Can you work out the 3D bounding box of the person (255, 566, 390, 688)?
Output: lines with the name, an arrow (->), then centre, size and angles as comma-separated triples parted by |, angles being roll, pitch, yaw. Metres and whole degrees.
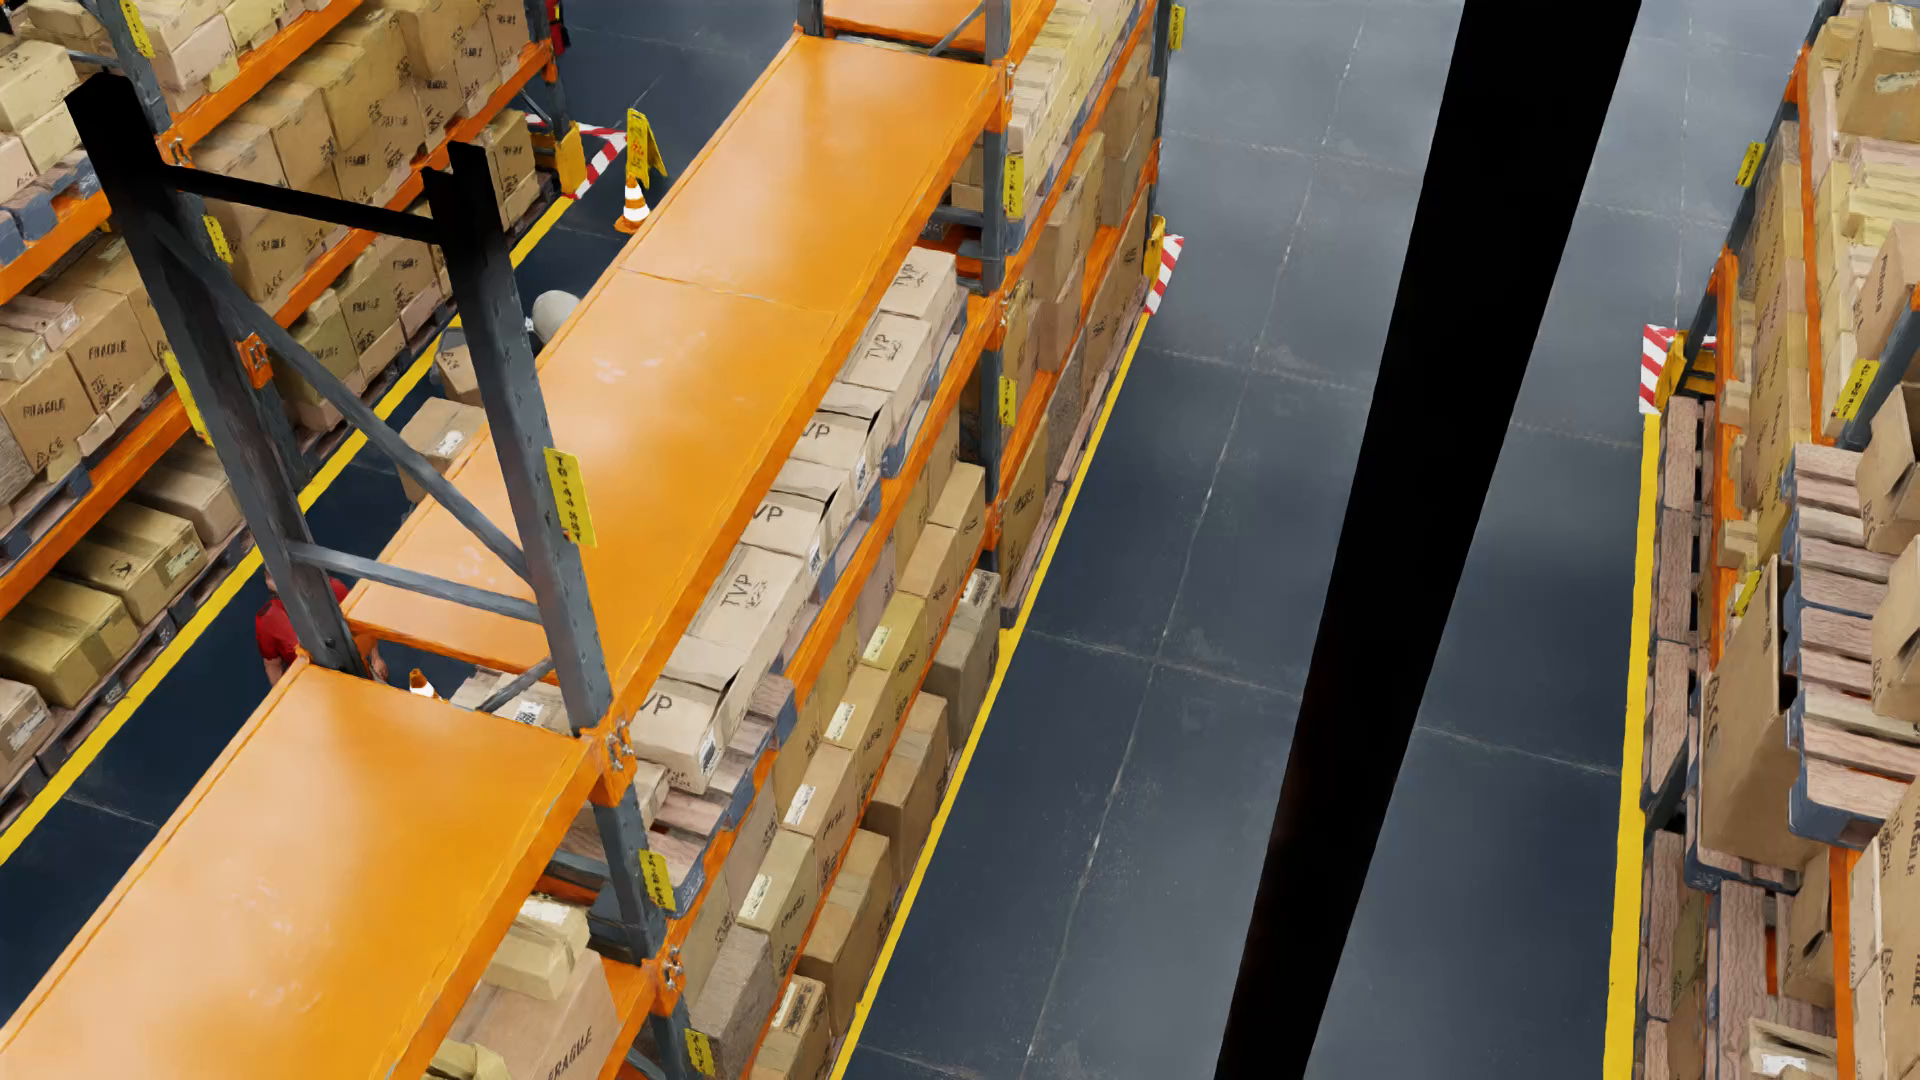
person -> -3.470, 0.775, 9.158 | 0.623, 1.702, 0.567 | -34, 55, -29
